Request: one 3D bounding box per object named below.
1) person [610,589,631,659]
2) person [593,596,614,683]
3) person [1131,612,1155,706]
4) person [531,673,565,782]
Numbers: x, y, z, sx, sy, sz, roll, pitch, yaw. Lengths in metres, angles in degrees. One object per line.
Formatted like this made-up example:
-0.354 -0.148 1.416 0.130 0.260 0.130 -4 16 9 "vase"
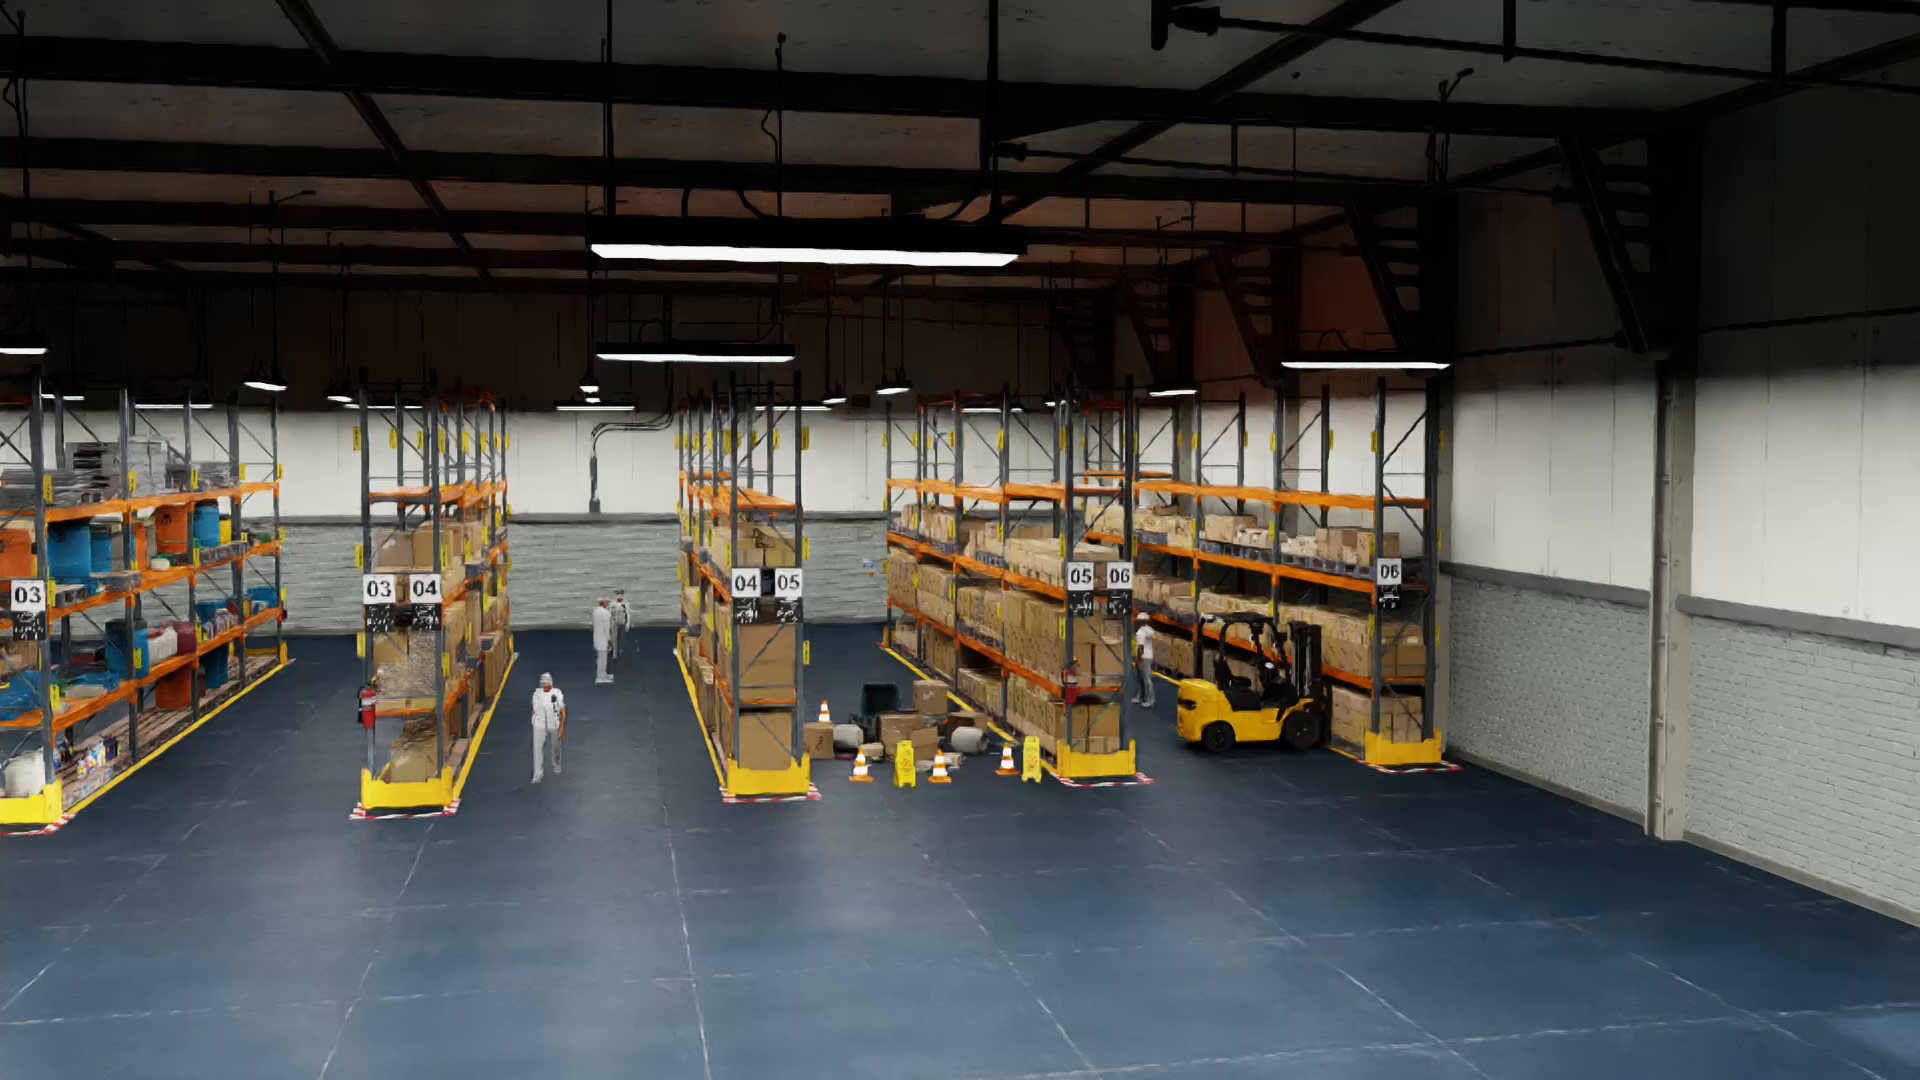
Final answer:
-7.831 1.904 38.294 0.489 1.588 1.075 -1 4 -14 "person"
-7.359 2.043 34.445 0.522 1.790 0.653 -3 4 -37 "person"
3.436 2.232 31.463 0.580 1.763 0.673 1 4 16 "person"
-6.075 2.734 24.554 0.481 1.580 1.094 -1 3 -9 "person"
